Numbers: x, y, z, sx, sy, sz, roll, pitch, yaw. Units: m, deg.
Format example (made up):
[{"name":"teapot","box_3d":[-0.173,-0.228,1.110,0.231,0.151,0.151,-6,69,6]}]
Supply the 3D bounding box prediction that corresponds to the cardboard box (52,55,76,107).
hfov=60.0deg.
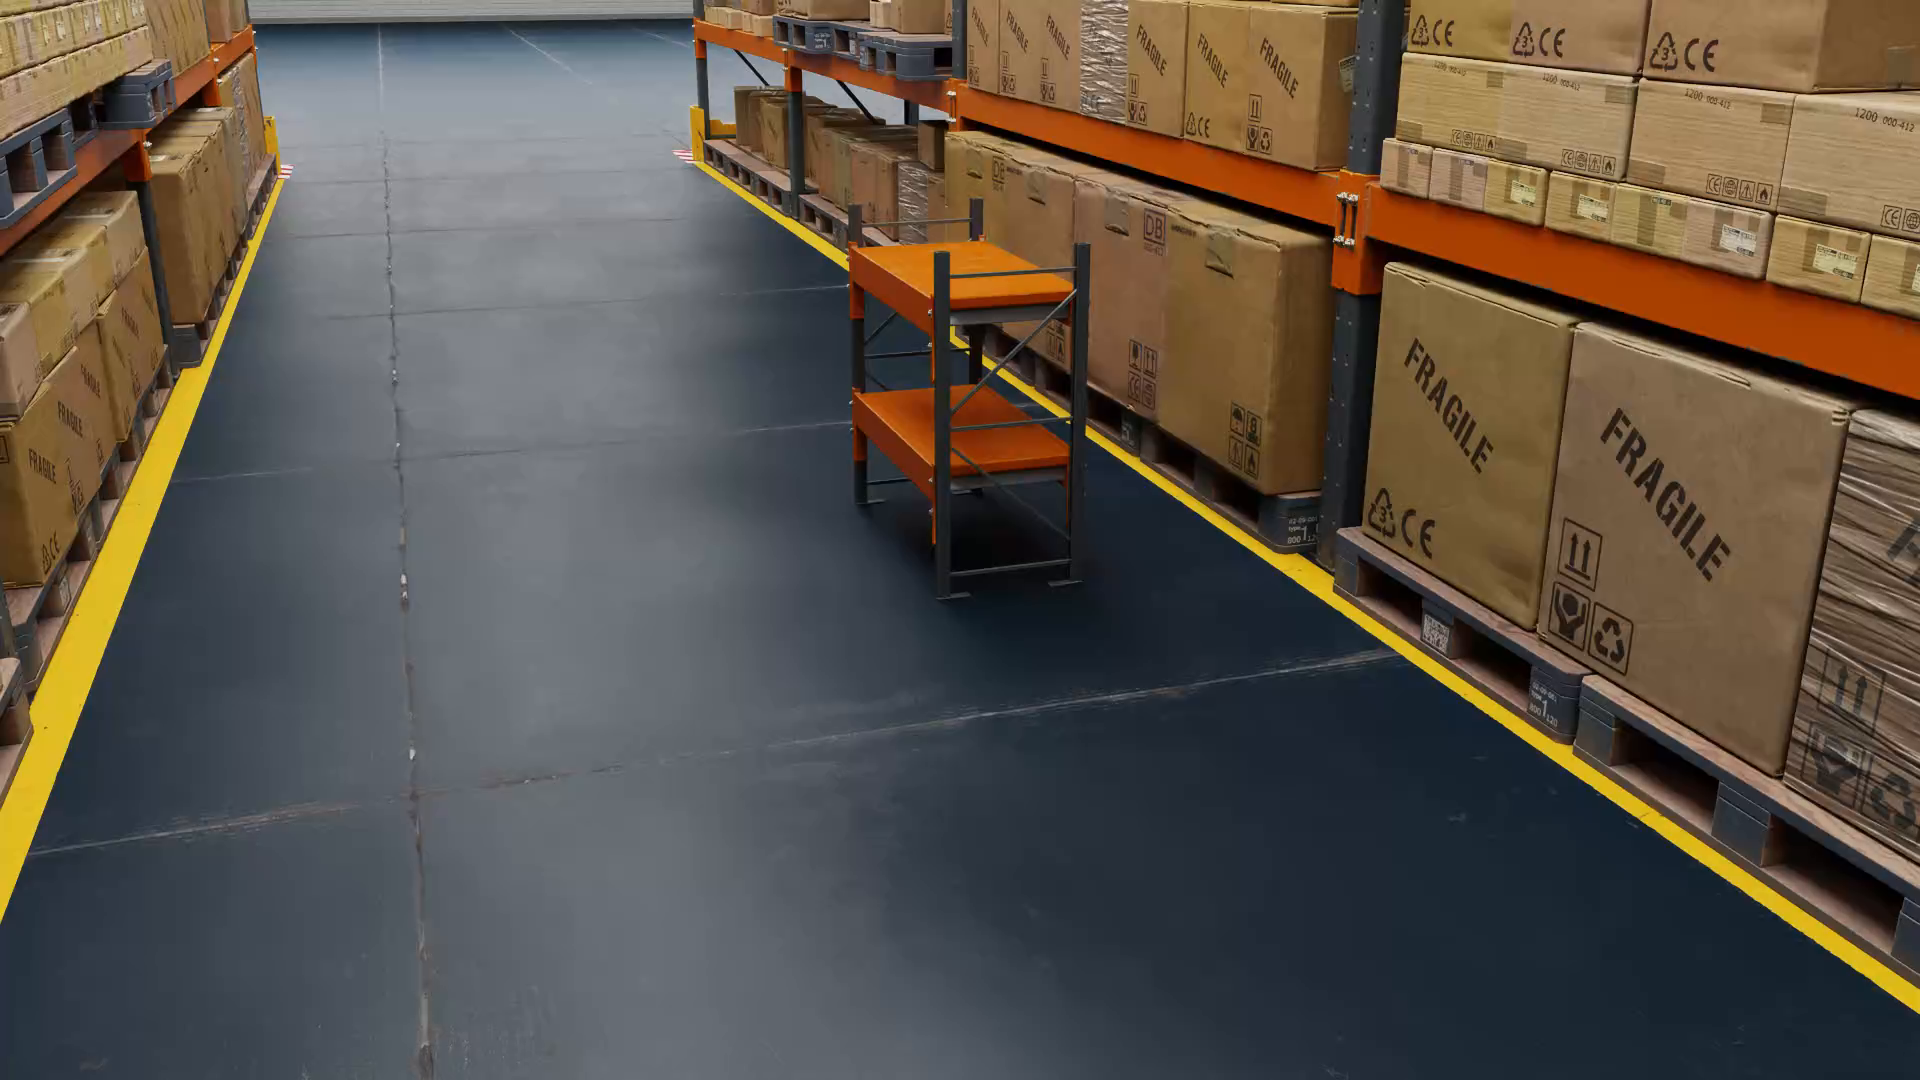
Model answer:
[{"name":"cardboard box","box_3d":[-3.045,-1.455,5.280,0.380,0.149,0.250,-7,21,-20]}]

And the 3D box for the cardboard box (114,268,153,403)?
[{"name":"cardboard box","box_3d":[-3.675,-0.823,6.848,0.500,0.500,0.500,-6,20,-15]}]

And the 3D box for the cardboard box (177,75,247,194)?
[{"name":"cardboard box","box_3d":[-5.678,-2.843,11.916,0.875,0.875,0.875,-6,21,-16]}]

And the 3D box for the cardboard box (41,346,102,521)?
[{"name":"cardboard box","box_3d":[-3.180,-0.325,5.460,0.500,0.500,0.500,-5,20,-15]}]

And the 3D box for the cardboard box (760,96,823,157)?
[{"name":"cardboard box","box_3d":[-1.484,-3.642,14.696,0.500,0.500,0.500,-4,20,-12]}]

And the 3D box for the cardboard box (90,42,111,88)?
[{"name":"cardboard box","box_3d":[-3.300,-1.710,5.991,0.380,0.149,0.250,-6,21,-16]}]

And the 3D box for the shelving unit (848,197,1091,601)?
[{"name":"shelving unit","box_3d":[0.002,-0.527,5.720,0.538,1.125,1.048,-6,21,-17]}]

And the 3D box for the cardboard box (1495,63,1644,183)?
[{"name":"cardboard box","box_3d":[1.759,-1.094,4.307,0.500,0.250,0.500,-6,21,-17]}]

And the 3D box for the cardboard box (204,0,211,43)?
[{"name":"cardboard box","box_3d":[-5.868,-3.798,11.831,0.875,0.550,0.550,-6,21,-17]}]

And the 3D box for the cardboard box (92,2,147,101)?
[{"name":"cardboard box","box_3d":[-4.174,-2.372,7.936,0.500,0.500,0.500,-6,21,-17]}]

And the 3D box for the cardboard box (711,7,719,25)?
[{"name":"cardboard box","box_3d":[-2.075,-4.815,15.257,0.380,0.149,0.250,-6,21,-17]}]

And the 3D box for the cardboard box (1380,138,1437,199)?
[{"name":"cardboard box","box_3d":[1.486,-1.115,4.955,0.380,0.149,0.250,-6,21,-17]}]

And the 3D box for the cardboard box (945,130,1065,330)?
[{"name":"cardboard box","box_3d":[0.648,-1.621,8.514,1.225,0.875,0.875,-7,21,-20]}]

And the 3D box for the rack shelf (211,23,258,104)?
[{"name":"rack shelf","box_3d":[-6.175,-3.739,12.954,1.077,0.370,4.000,-6,21,-17]}]

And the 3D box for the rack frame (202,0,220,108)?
[{"name":"rack frame","box_3d":[-5.547,-3.436,11.045,1.000,3.000,0.127,-6,21,-17]}]

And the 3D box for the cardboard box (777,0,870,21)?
[{"name":"cardboard box","box_3d":[-0.689,-4.141,11.499,1.000,1.000,1.000,-6,21,-17]}]

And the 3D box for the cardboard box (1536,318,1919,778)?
[{"name":"cardboard box","box_3d":[2.123,-0.052,4.146,0.875,0.875,0.875,-6,21,-17]}]

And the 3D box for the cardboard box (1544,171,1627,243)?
[{"name":"cardboard box","box_3d":[1.736,-0.862,4.250,0.380,0.149,0.250,-7,21,-19]}]

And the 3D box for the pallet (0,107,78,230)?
[{"name":"pallet","box_3d":[-3.134,-1.039,4.656,1.003,0.211,1.213,-6,21,-17]}]

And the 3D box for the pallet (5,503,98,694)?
[{"name":"pallet","box_3d":[-3.278,0.194,5.064,1.003,0.211,1.213,-6,21,-17]}]

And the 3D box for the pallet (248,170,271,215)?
[{"name":"pallet","box_3d":[-6.098,-2.768,13.311,1.003,0.211,1.213,-6,21,-17]}]

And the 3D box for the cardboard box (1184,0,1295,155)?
[{"name":"cardboard box","box_3d":[1.153,-1.691,6.039,0.500,0.500,0.500,-6,21,-16]}]

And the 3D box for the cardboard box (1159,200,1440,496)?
[{"name":"cardboard box","box_3d":[1.488,-0.764,6.129,1.225,0.875,0.875,-6,21,-17]}]

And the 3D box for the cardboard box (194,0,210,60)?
[{"name":"cardboard box","box_3d":[-5.129,-3.344,10.641,0.500,0.500,0.500,-7,21,-18]}]

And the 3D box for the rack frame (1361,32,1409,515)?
[{"name":"rack frame","box_3d":[1.705,-1.363,5.274,0.949,2.616,0.053,-6,21,-17]}]

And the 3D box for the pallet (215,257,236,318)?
[{"name":"pallet","box_3d":[-4.845,-1.492,9.758,1.003,0.211,1.213,-6,21,-17]}]

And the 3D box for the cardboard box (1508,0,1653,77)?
[{"name":"cardboard box","box_3d":[1.764,-1.446,4.177,0.500,0.500,0.500,-6,21,-17]}]

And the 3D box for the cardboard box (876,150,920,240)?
[{"name":"cardboard box","box_3d":[-0.150,-2.248,10.786,0.700,0.500,0.500,-5,20,-13]}]

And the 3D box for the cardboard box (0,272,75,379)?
[{"name":"cardboard box","box_3d":[-3.183,-0.679,5.336,0.500,0.250,0.500,-6,21,-16]}]

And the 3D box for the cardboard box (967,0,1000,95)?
[{"name":"cardboard box","box_3d":[0.346,-2.509,8.317,0.500,0.500,0.500,-6,21,-16]}]

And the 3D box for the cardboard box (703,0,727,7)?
[{"name":"cardboard box","box_3d":[-1.917,-5.222,15.429,0.875,0.500,0.500,-6,21,-17]}]

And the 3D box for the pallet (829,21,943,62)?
[{"name":"pallet","box_3d":[-0.210,-3.188,10.637,1.003,0.211,1.213,-6,21,-17]}]

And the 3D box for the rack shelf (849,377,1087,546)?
[{"name":"rack shelf","box_3d":[0.002,-0.297,5.803,0.538,0.278,1.000,-6,21,-17]}]

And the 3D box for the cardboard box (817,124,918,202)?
[{"name":"cardboard box","box_3d":[-0.634,-2.762,12.216,0.700,0.500,0.500,-8,21,-21]}]

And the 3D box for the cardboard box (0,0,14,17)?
[{"name":"cardboard box","box_3d":[-2.813,-1.492,4.504,0.380,0.149,0.250,-6,21,-16]}]

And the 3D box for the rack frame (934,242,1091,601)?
[{"name":"rack frame","box_3d":[0.162,-0.364,5.266,0.500,1.125,0.032,-6,21,-17]}]

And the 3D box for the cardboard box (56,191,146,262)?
[{"name":"cardboard box","box_3d":[-3.825,-1.335,7.163,0.500,0.250,0.500,-7,21,-18]}]

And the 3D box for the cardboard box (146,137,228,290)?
[{"name":"cardboard box","box_3d":[-4.673,-1.776,9.132,1.050,0.750,0.750,-6,21,-16]}]

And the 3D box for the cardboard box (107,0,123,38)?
[{"name":"cardboard box","box_3d":[-3.453,-2.012,6.390,0.380,0.149,0.250,-6,21,-17]}]

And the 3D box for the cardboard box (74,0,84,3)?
[{"name":"cardboard box","box_3d":[-3.215,-1.904,5.652,0.380,0.149,0.250,-6,21,-16]}]

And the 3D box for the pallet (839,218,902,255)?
[{"name":"pallet","box_3d":[-0.173,-1.976,11.107,1.003,0.211,1.213,-6,21,-17]}]

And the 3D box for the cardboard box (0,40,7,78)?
[{"name":"cardboard box","box_3d":[-2.719,-1.263,4.307,0.380,0.149,0.250,-6,21,-16]}]

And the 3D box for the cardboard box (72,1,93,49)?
[{"name":"cardboard box","box_3d":[-3.213,-1.765,5.704,0.380,0.149,0.250,-7,21,-18]}]

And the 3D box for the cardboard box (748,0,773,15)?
[{"name":"cardboard box","box_3d":[-1.265,-4.583,13.650,0.875,0.500,0.500,-6,21,-17]}]
